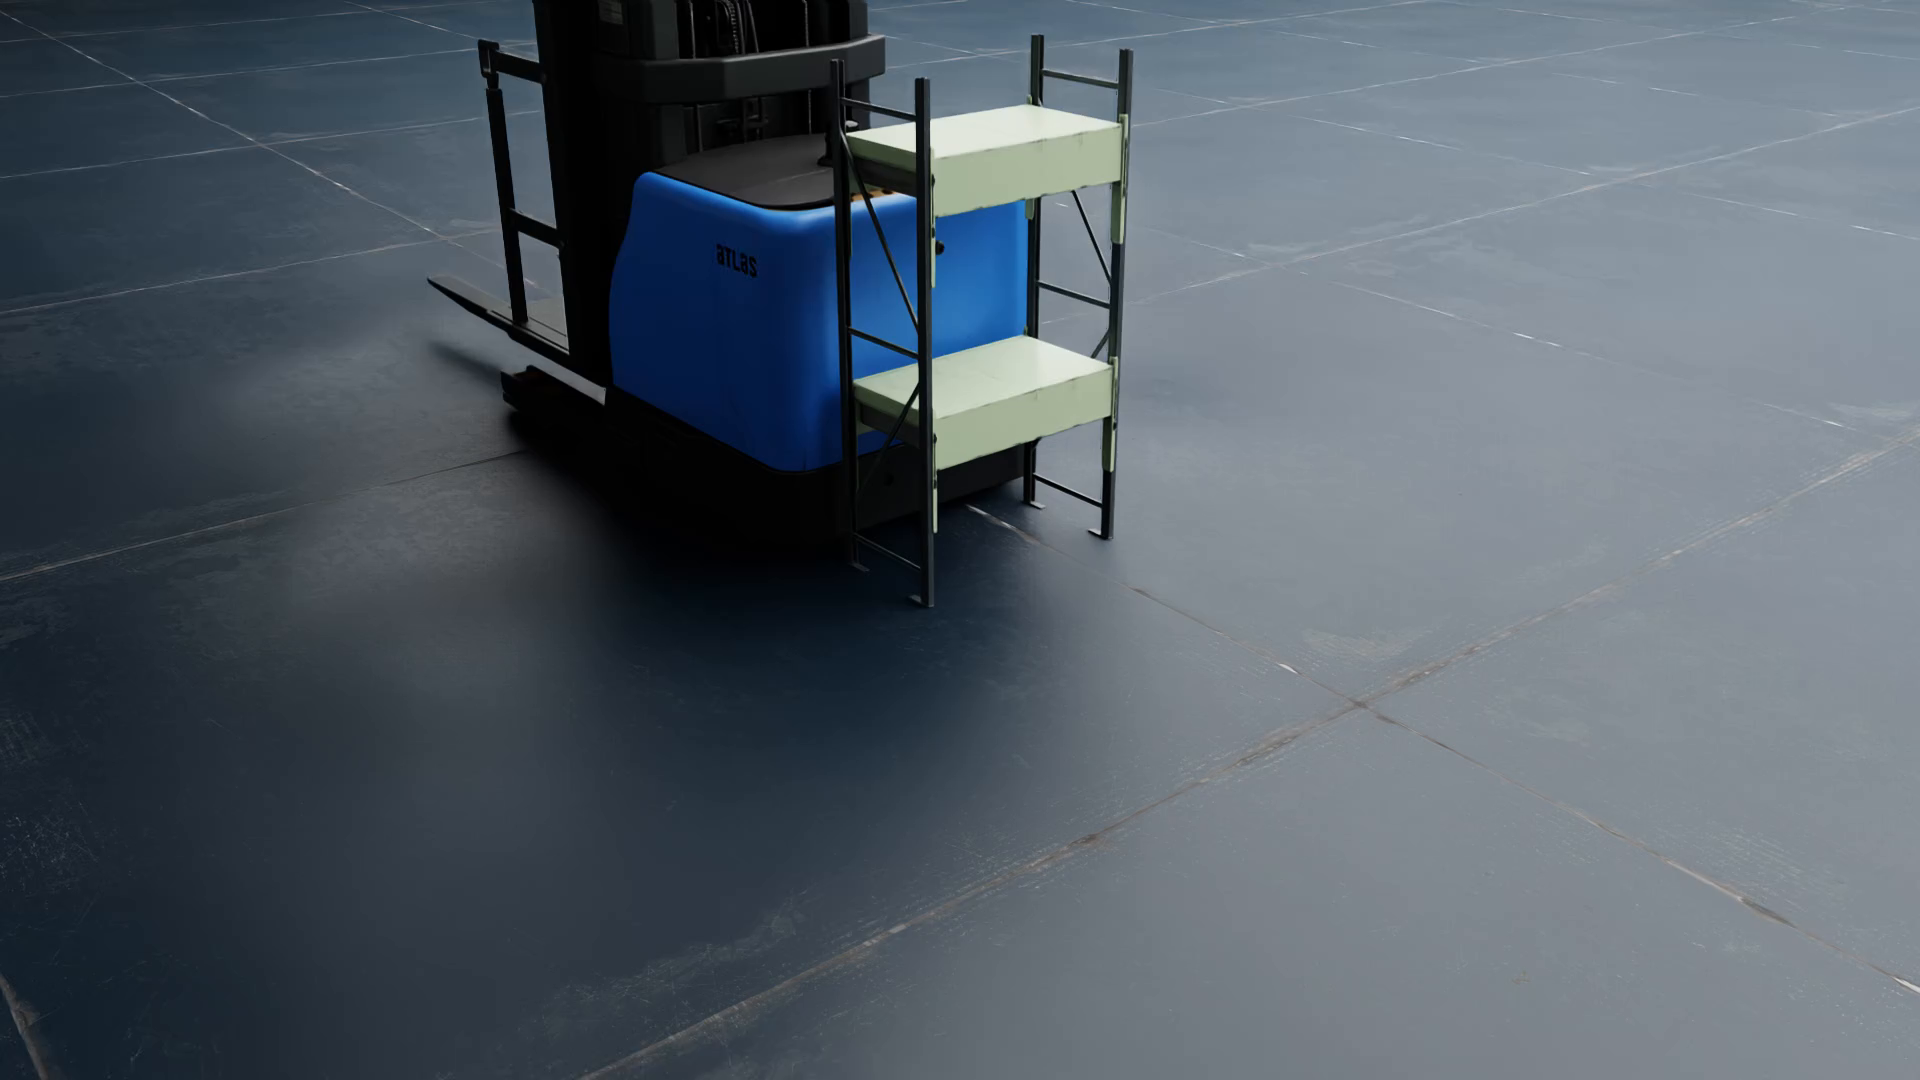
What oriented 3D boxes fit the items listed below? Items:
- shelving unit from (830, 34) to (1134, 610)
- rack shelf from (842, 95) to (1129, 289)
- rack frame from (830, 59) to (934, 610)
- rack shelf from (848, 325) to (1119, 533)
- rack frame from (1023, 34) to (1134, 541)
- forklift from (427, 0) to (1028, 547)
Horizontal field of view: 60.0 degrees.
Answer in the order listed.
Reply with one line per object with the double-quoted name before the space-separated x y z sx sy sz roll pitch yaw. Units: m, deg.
"shelving unit" 0.067 -0.645 4.858 0.755 1.500 0.431 -20 31 -36
"rack shelf" 0.067 -0.999 4.694 0.720 0.370 0.431 -20 31 -36
"rack frame" -0.212 -0.546 4.644 0.023 1.500 0.400 -20 31 -36
"rack shelf" 0.067 -0.349 4.996 0.720 0.370 0.431 -20 31 -36
"rack frame" 0.347 -0.745 5.073 0.023 1.500 0.400 -20 31 -36
"forklift" -1.070 -1.857 5.769 1.130 2.935 3.031 -19 31 -35
